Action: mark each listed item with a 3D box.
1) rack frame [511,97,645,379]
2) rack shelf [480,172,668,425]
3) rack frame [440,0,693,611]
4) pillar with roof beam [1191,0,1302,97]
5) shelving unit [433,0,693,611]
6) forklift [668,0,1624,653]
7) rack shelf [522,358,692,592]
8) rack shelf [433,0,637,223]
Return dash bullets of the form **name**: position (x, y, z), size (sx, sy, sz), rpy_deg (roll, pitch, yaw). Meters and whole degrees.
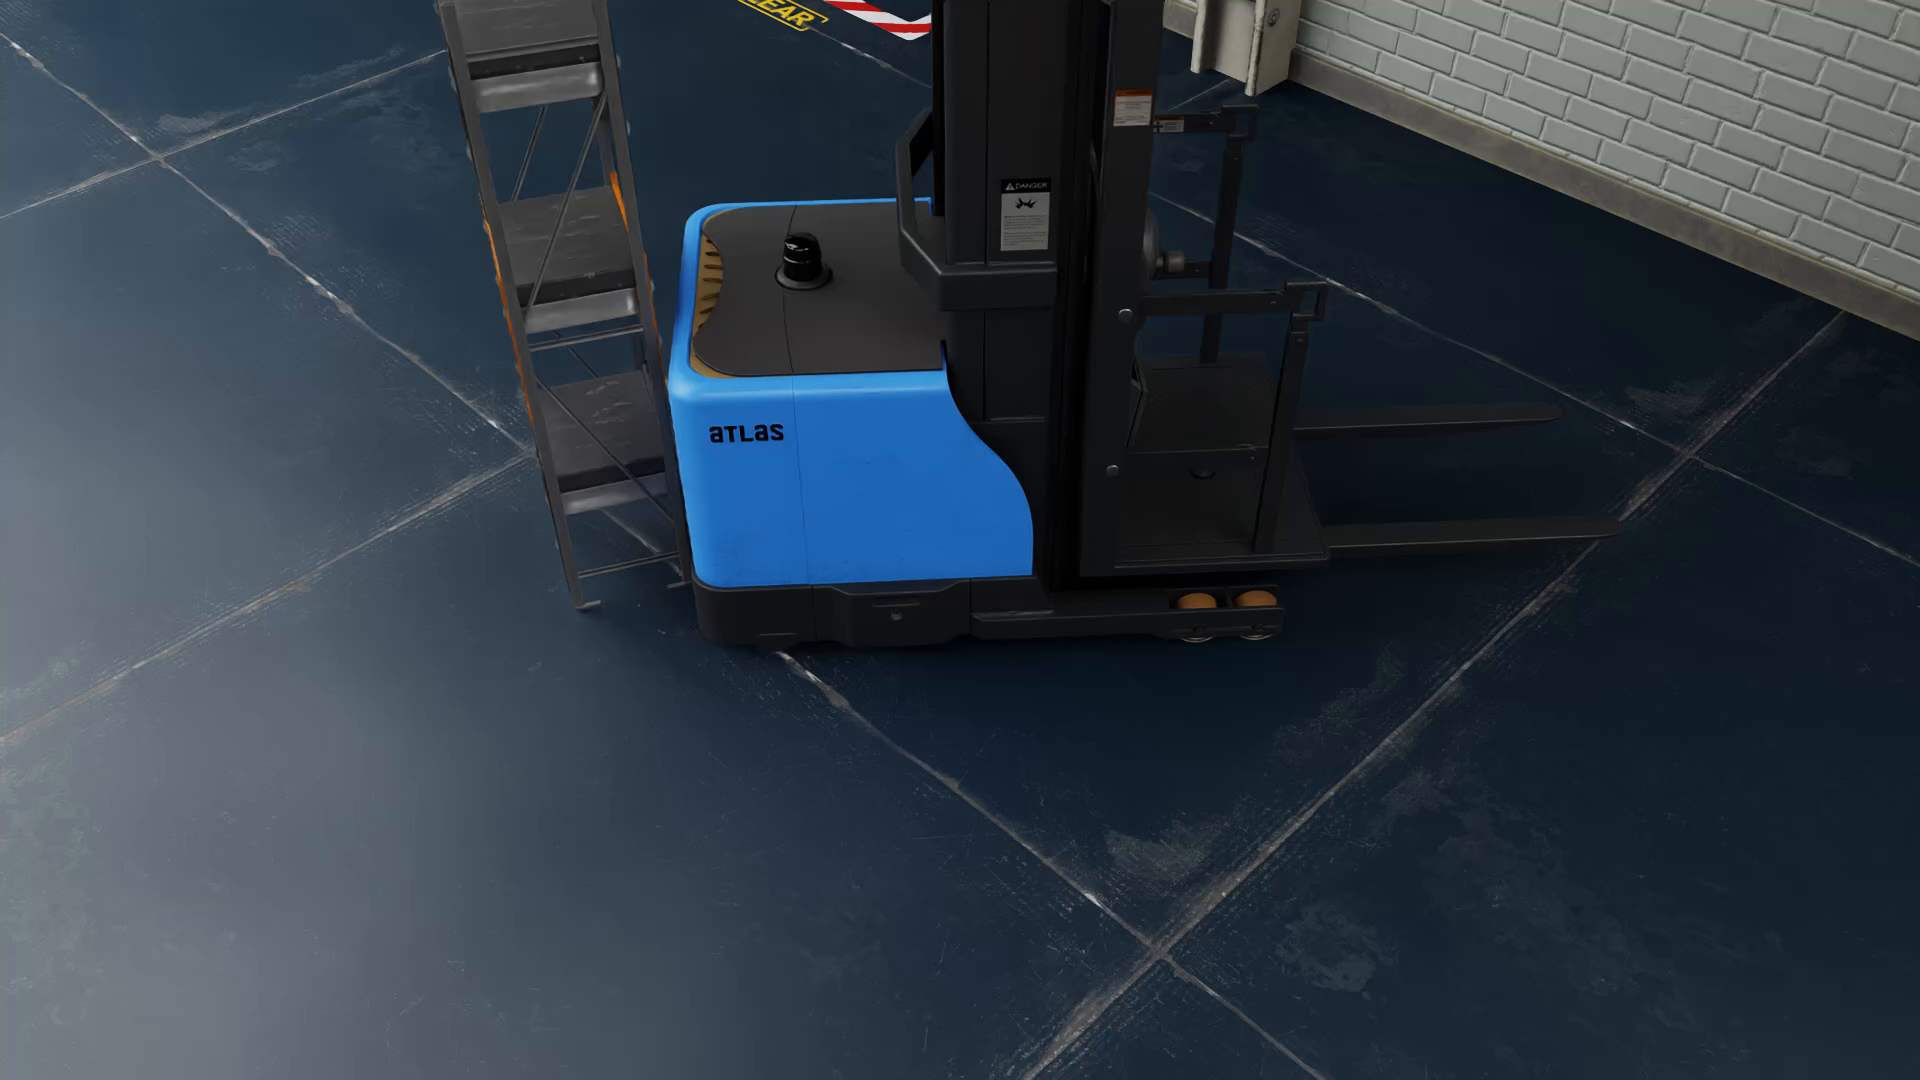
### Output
- **rack frame**: position (-1.239, -0.898, 5.175), size (0.400, 2.100, 0.015), rpy_deg (-13, 44, -13)
- **rack shelf**: position (-1.162, -0.731, 5.014), size (0.431, 0.518, 0.480), rpy_deg (-13, 44, -13)
- **rack frame**: position (-1.085, -0.584, 4.835), size (0.400, 2.100, 0.015), rpy_deg (-13, 44, -13)
- **pillar with roof beam**: position (-1.655, -3.562, 2.974), size (9.100, 9.000, 0.400), rpy_deg (-34, 53, -31)
- **shelving unit**: position (-1.162, -0.741, 5.005), size (0.431, 2.100, 0.503), rpy_deg (-13, 44, -13)
- **forklift**: position (0.646, -1.103, 4.784), size (3.031, 2.935, 1.130), rpy_deg (-2, 43, -3)
- **rack shelf**: position (-1.162, -0.217, 5.489), size (0.431, 0.518, 0.480), rpy_deg (-13, 44, -13)
- **rack shelf**: position (-1.162, -1.245, 4.539), size (0.431, 0.518, 0.480), rpy_deg (-13, 44, -13)
